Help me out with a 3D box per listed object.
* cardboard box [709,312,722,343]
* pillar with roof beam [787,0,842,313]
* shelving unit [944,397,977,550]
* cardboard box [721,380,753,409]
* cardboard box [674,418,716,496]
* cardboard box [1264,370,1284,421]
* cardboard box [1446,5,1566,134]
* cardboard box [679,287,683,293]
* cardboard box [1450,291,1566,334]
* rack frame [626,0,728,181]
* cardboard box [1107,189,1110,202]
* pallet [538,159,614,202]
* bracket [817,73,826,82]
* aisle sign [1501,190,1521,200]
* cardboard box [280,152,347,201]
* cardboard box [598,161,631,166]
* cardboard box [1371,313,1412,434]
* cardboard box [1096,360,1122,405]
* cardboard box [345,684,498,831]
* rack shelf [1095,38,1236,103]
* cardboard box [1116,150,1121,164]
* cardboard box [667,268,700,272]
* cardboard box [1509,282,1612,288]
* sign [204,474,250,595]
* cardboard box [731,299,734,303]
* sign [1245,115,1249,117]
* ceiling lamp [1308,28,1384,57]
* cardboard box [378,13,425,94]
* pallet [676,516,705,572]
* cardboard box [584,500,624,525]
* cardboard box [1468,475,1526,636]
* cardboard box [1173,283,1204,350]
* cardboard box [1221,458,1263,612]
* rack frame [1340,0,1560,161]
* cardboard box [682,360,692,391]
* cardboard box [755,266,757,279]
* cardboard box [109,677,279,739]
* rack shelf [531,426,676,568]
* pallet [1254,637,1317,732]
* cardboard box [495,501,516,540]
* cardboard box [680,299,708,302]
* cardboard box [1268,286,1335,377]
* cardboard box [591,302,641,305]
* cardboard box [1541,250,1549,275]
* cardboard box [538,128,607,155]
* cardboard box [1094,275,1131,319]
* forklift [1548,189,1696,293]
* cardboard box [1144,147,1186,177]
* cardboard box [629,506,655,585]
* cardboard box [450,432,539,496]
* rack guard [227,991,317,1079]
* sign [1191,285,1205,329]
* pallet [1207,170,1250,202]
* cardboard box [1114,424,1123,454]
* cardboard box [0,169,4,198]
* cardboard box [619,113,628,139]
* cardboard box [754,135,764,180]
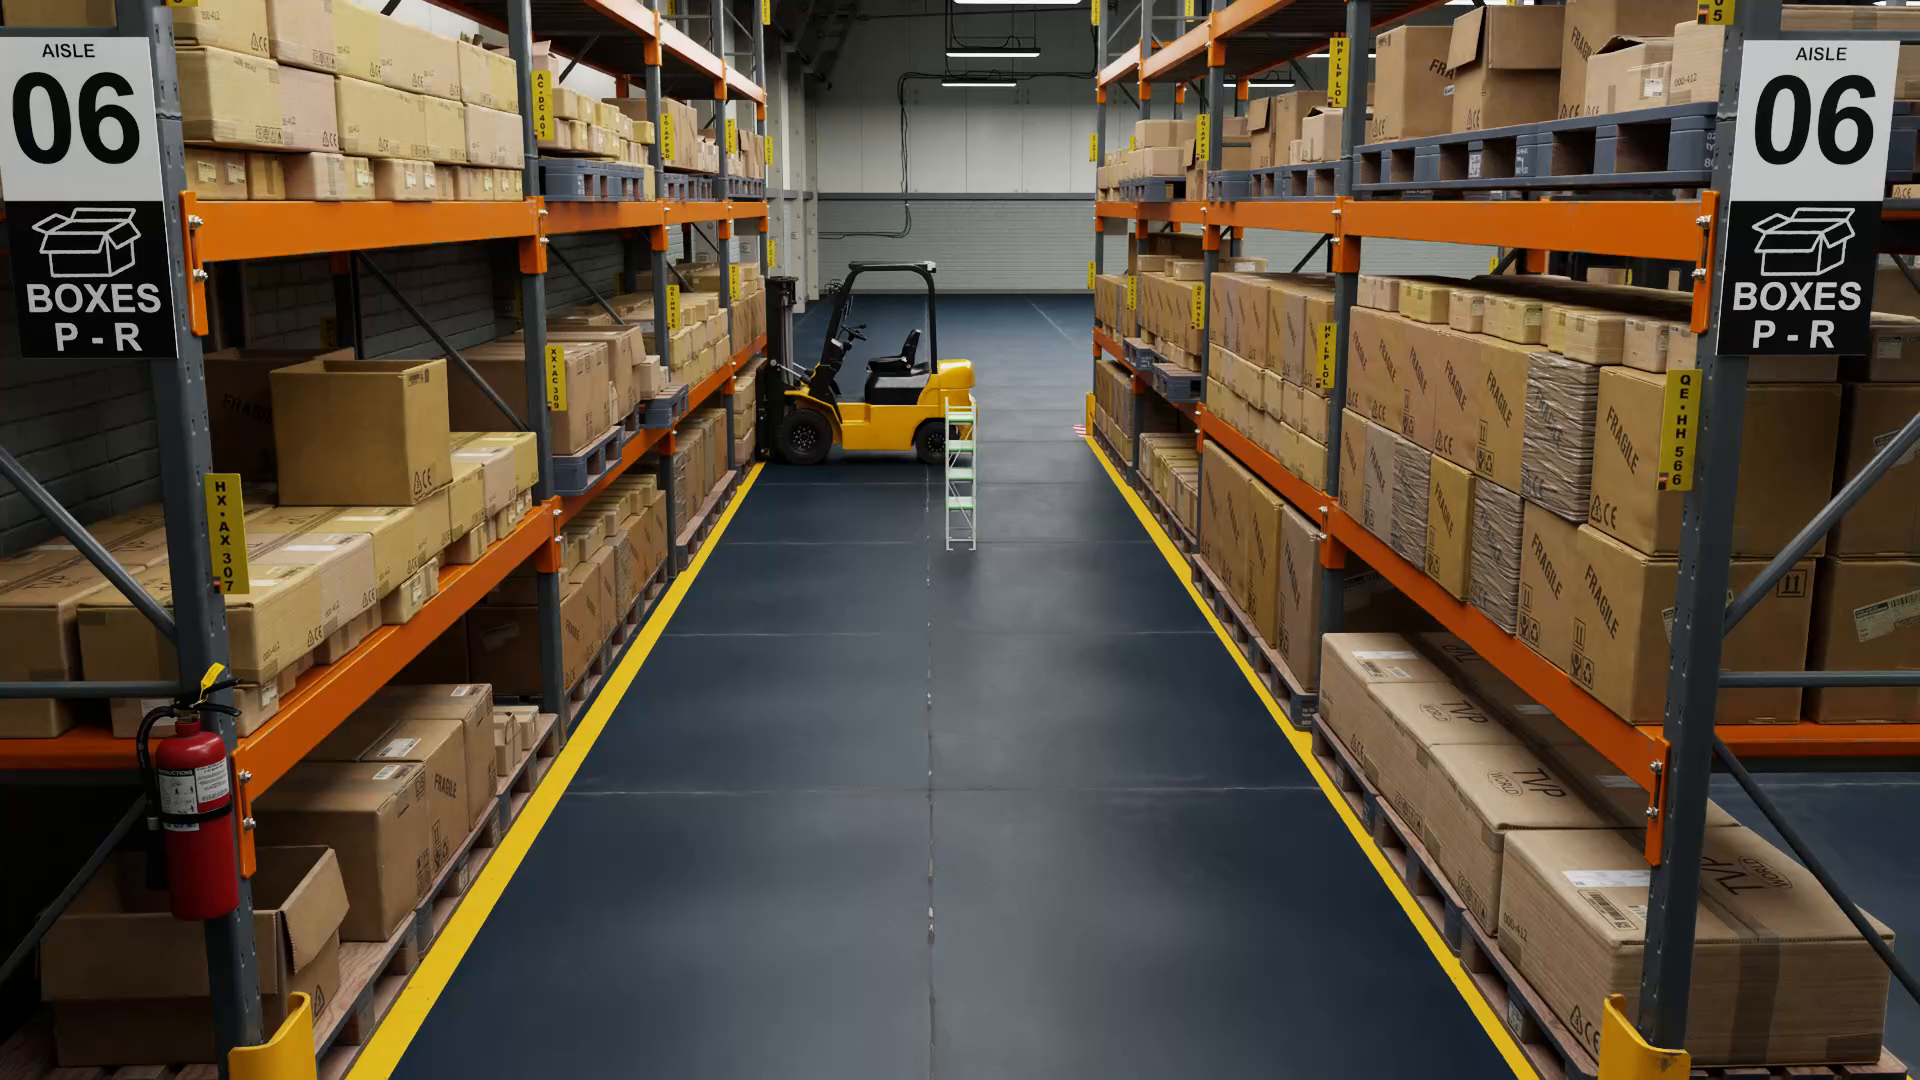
[{"bbox_3d":[-2.454,-1.946,15.228,0.500,0.250,0.500,-1,11,-3],"label":"cardboard box"},{"bbox_3d":[0.101,-10.355,42.468,9.100,9.000,0.548,0,11,-1],"label":"pillar with roof beam"},{"bbox_3d":[0.003,-0.555,13.778,0.258,1.200,0.503,0,11,-1],"label":"shelving unit"},{"bbox_3d":[-2.434,-1.521,17.356,0.500,0.250,0.500,0,11,-1],"label":"cardboard box"},{"bbox_3d":[-2.707,-0.758,15.165,0.875,0.625,0.625,0,11,-2],"label":"cardboard box"},{"bbox_3d":[2.104,-0.865,9.897,0.500,0.250,0.500,0,11,0],"label":"cardboard box"},{"bbox_3d":[2.451,-1.912,6.827,0.797,0.503,0.637,1,11,3],"label":"cardboard box"},{"bbox_3d":[-3.038,-2.505,16.982,0.380,0.149,0.250,0,11,0],"label":"cardboard box"},{"bbox_3d":[2.150,-0.895,6.527,0.380,0.149,0.250,0,11,-1],"label":"cardboard box"},{"bbox_3d":[-2.737,-4.914,15.646,1.000,3.000,0.127,0,11,-1],"label":"rack frame"},{"bbox_3d":[1.891,-3.965,19.145,0.380,0.149,0.250,0,11,0],"label":"cardboard box"},{"bbox_3d":[-2.515,-1.891,8.764,1.213,0.211,1.003,0,11,-1],"label":"pallet"},{"bbox_3d":[-3.963,-13.213,47.502,0.235,0.232,0.430,0,11,-1],"label":"bracket"},{"bbox_3d":[6.788,-4.117,20.270,0.394,0.787,0.004,0,11,-1],"label":"aisle sign"},{"bbox_3d":[-2.186,-1.152,5.282,0.380,0.149,0.250,0,11,0],"label":"cardboard box"},{"bbox_3d":[-2.380,-2.274,10.559,0.500,0.250,0.500,0,11,-1],"label":"cardboard box"},{"bbox_3d":[2.162,-0.747,7.432,0.500,0.500,0.500,0,11,-2],"label":"cardboard box"},{"bbox_3d":[1.884,-1.849,19.603,0.500,0.500,0.500,-1,11,-3],"label":"cardboard box"},{"bbox_3d":[-2.407,0.933,7.148,0.700,0.500,0.500,-1,11,-3],"label":"cardboard box"},{"bbox_3d":[2.184,-4.978,17.781,1.077,0.370,4.000,0,11,-1],"label":"rack shelf"},{"bbox_3d":[1.873,-4.102,17.817,0.380,0.149,0.250,0,11,0],"label":"cardboard box"},{"bbox_3d":[-3.014,-2.854,17.949,0.380,0.149,0.250,0,11,0],"label":"cardboard box"},{"bbox_3d":[2.631,-1.049,7.286,0.380,0.149,0.250,0,11,-2],"label":"cardboard box"},{"bbox_3d":[-1.947,-0.015,4.409,0.100,0.325,0.005,0,11,-1],"label":"sign"},{"bbox_3d":[-2.488,-2.456,16.739,0.380,0.149,0.250,0,11,0],"label":"cardboard box"},{"bbox_3d":[2.780,-3.914,15.972,0.100,0.325,0.005,0,11,-1],"label":"sign"},{"bbox_3d":[8.078,-11.862,35.212,2.000,3.185,0.800,0,11,-1],"label":"ceiling lamp"},{"bbox_3d":[-2.284,-1.767,6.051,0.500,0.250,0.500,0,11,0],"label":"cardboard box"},{"bbox_3d":[-2.633,0.024,13.408,1.003,0.211,1.213,0,11,-1],"label":"pallet"},{"bbox_3d":[-2.428,-0.171,10.957,0.380,0.149,0.250,0,11,-2],"label":"cardboard box"},{"bbox_3d":[2.183,0.045,6.042,0.500,0.500,0.500,0,11,0],"label":"cardboard box"},{"bbox_3d":[1.999,-1.792,13.292,0.500,0.500,0.500,0,11,-2],"label":"cardboard box"},{"bbox_3d":[2.253,-0.049,11.044,0.875,0.875,0.875,0,11,0],"label":"cardboard box"},{"bbox_3d":[2.391,-3.344,7.911,1.000,3.000,0.127,0,11,-1],"label":"rack frame"},{"bbox_3d":[-2.425,-1.294,13.270,0.500,0.250,0.500,0,11,-2],"label":"cardboard box"},{"bbox_3d":[-2.486,-3.009,18.716,0.380,0.149,0.250,0,11,0],"label":"cardboard box"},{"bbox_3d":[-2.222,0.469,4.837,0.380,0.149,0.250,0,11,-2],"label":"cardboard box"},{"bbox_3d":[-2.613,-0.428,10.435,1.077,0.370,4.000,0,11,-1],"label":"rack shelf"},{"bbox_3d":[2.299,0.809,9.540,1.003,0.211,1.213,0,11,-1],"label":"pallet"},{"bbox_3d":[-2.256,-0.094,7.612,0.380,0.149,0.250,0,11,0],"label":"cardboard box"},{"bbox_3d":[-2.452,-2.069,14.831,0.380,0.149,0.250,-1,11,-3],"label":"cardboard box"},{"bbox_3d":[2.121,-1.235,9.835,0.500,0.500,0.500,0,11,1],"label":"cardboard box"},{"bbox_3d":[-2.960,-1.966,14.324,0.380,0.149,0.250,0,11,-1],"label":"cardboard box"},{"bbox_3d":[7.038,-3.138,18.890,0.875,0.550,0.550,0,11,-1],"label":"cardboard box"},{"bbox_3d":[-2.204,-2.249,9.380,0.380,0.149,0.250,0,11,-2],"label":"cardboard box"},{"bbox_3d":[1.875,-2.889,19.756,0.500,0.500,0.500,0,11,-2],"label":"cardboard box"},{"bbox_3d":[5.514,-1.396,13.569,3.031,2.935,1.130,-9,14,-37],"label":"forklift"},{"bbox_3d":[1.880,-3.278,14.451,0.500,0.250,0.500,0,11,-2],"label":"cardboard box"},{"bbox_3d":[-2.431,0.024,11.629,0.500,0.500,0.500,0,11,-2],"label":"cardboard box"},{"bbox_3d":[-2.318,-0.355,7.895,0.500,0.250,0.500,0,11,0],"label":"cardboard box"},{"bbox_3d":[-2.491,1.622,4.807,1.175,0.500,0.348,0,11,-1],"label":"rack guard"},{"bbox_3d":[1.766,-1.724,12.300,0.100,0.325,0.005,0,11,-1],"label":"sign"},{"bbox_3d":[2.374,-2.449,11.518,1.213,0.211,1.003,0,11,1],"label":"pallet"},{"bbox_3d":[1.923,-1.075,17.673,0.500,0.250,0.500,-1,11,-3],"label":"cardboard box"},{"bbox_3d":[-2.727,-0.998,4.520,0.380,0.149,0.250,0,11,0],"label":"cardboard box"},{"bbox_3d":[-2.333,-2.641,10.615,0.380,0.149,0.250,0,11,-2],"label":"cardboard box"},{"bbox_3d":[-2.567,-4.455,19.373,0.500,0.500,0.500,0,11,1],"label":"cardboard box"}]
